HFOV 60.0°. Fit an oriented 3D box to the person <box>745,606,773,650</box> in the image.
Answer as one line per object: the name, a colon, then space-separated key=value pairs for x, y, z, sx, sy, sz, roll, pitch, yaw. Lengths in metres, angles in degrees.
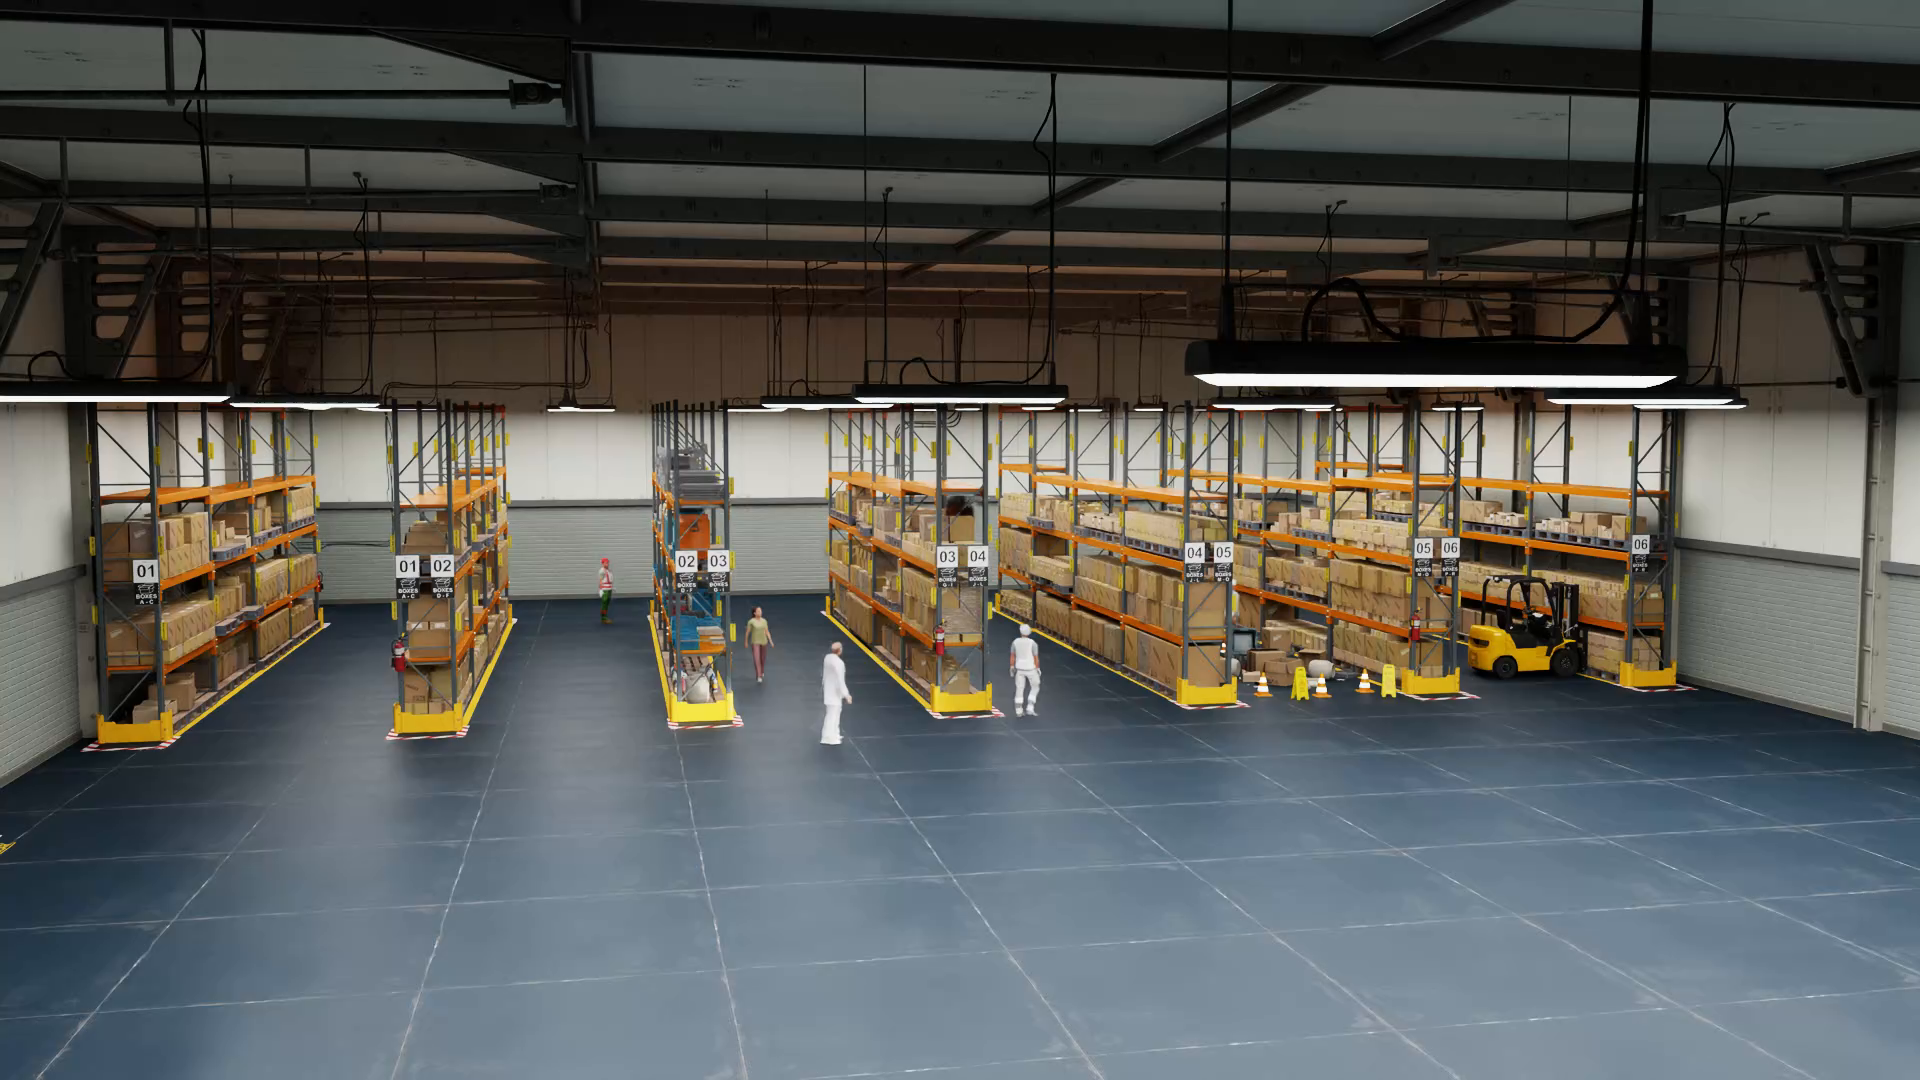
person: x=-4.327 y=1.897 z=35.726 sx=0.587 sy=0.959 sz=0.359 roll=-1 pitch=4 yaw=-16

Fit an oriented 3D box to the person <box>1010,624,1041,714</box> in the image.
person: x=1.226 y=2.432 z=31.459 sx=0.595 sy=1.717 sz=0.417 roll=2 pitch=5 yaw=30

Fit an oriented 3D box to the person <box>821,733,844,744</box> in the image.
person: x=-2.216 y=2.833 z=29.073 sx=0.494 sy=1.480 sz=0.688 roll=-1 pitch=4 yaw=-15

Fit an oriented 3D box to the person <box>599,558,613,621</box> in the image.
person: x=-9.714 y=1.348 z=45.677 sx=0.332 sy=1.730 sz=0.554 roll=0 pitch=4 yaw=5

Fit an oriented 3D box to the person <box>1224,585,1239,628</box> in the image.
person: x=6.505 y=1.857 z=39.887 sx=0.369 sy=1.722 sz=0.562 roll=0 pitch=4 yaw=-5
